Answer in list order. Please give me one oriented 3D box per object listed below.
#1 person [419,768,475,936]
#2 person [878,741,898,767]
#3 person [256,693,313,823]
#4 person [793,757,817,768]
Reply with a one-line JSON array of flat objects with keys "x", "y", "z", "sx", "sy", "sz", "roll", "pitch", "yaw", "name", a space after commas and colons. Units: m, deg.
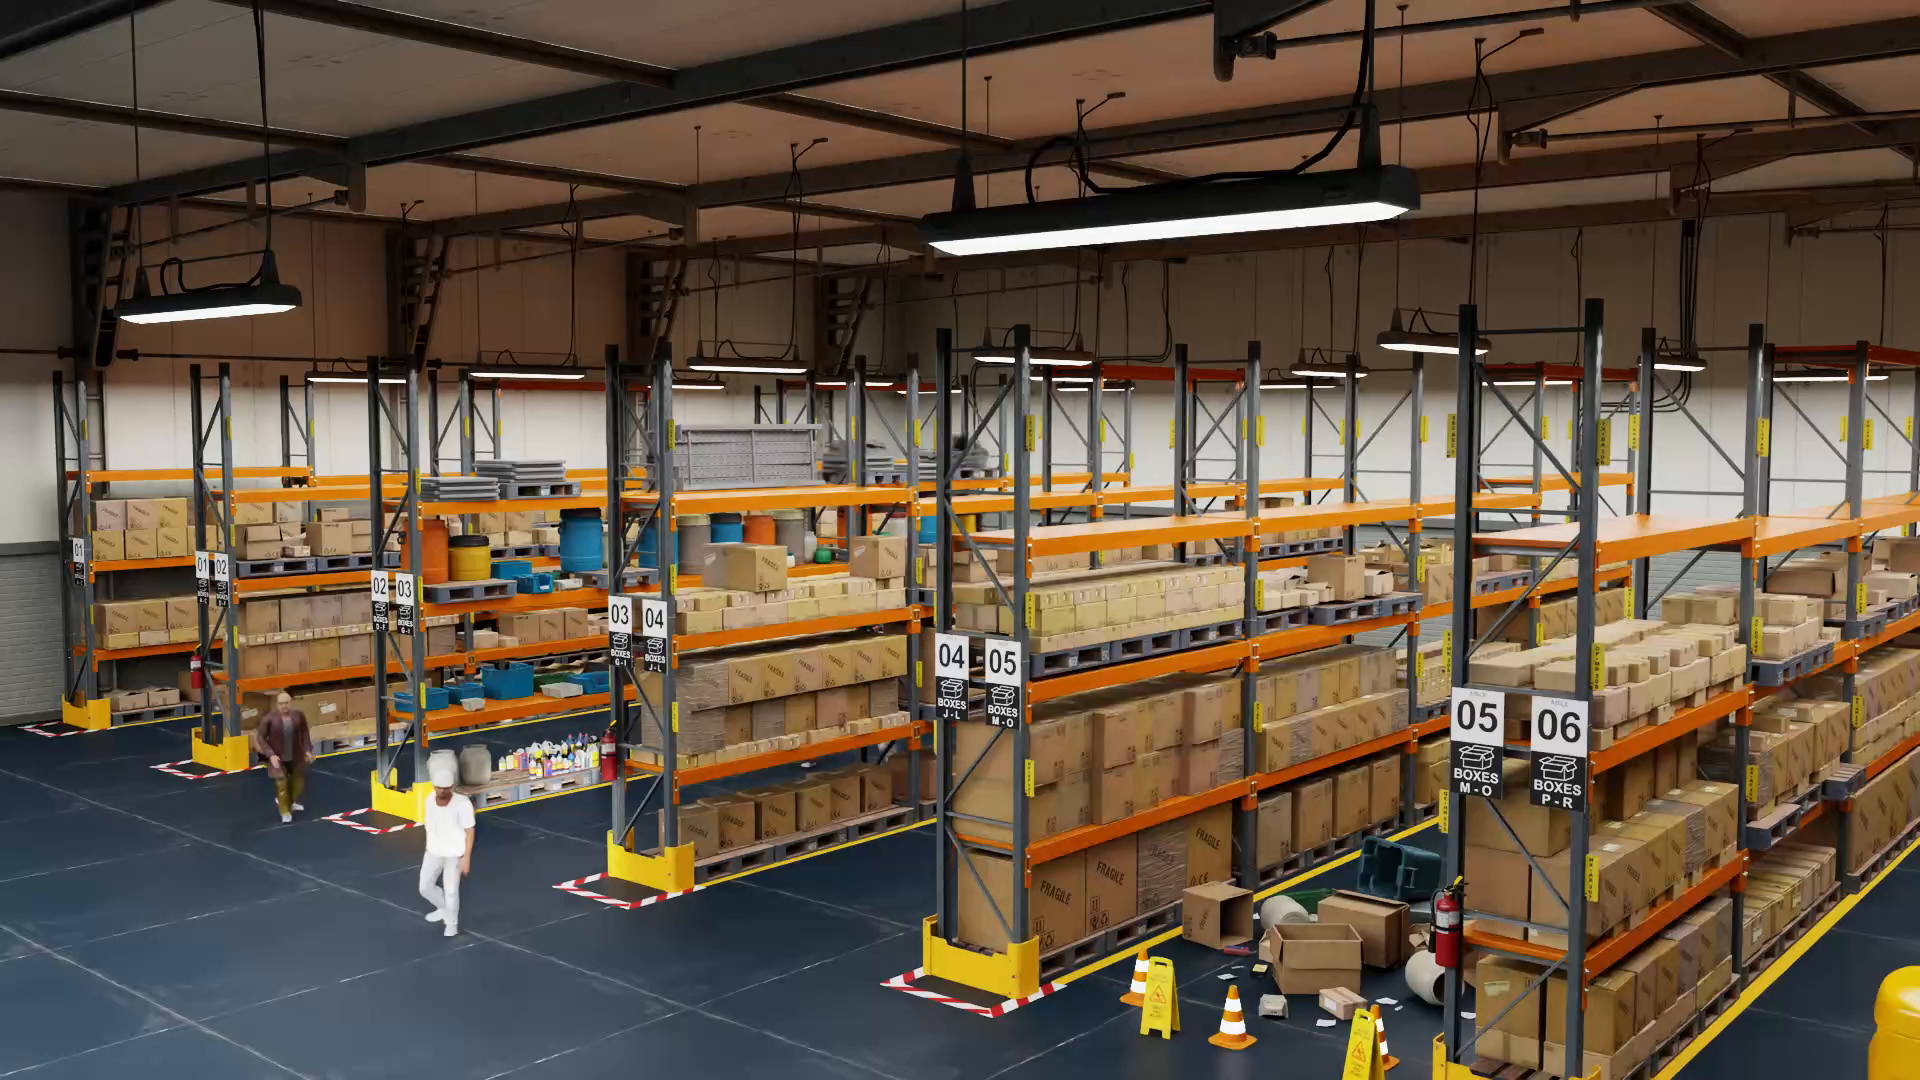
[{"x": -5.133, "y": 3.110, "z": 16.613, "sx": 0.710, "sy": 1.727, "sz": 0.604, "roll": 1, "pitch": 4, "yaw": 14, "name": "person"}, {"x": -0.995, "y": 2.578, "z": 24.104, "sx": 0.456, "sy": 1.714, "sz": 0.973, "roll": -1, "pitch": 4, "yaw": -10, "name": "person"}, {"x": -8.697, "y": 2.771, "z": 21.327, "sx": 0.689, "sy": 1.707, "sz": 0.780, "roll": -4, "pitch": 5, "yaw": -41, "name": "person"}, {"x": -2.326, "y": 2.581, "z": 24.460, "sx": 0.562, "sy": 1.609, "sz": 0.724, "roll": 3, "pitch": 5, "yaw": 35, "name": "person"}]
